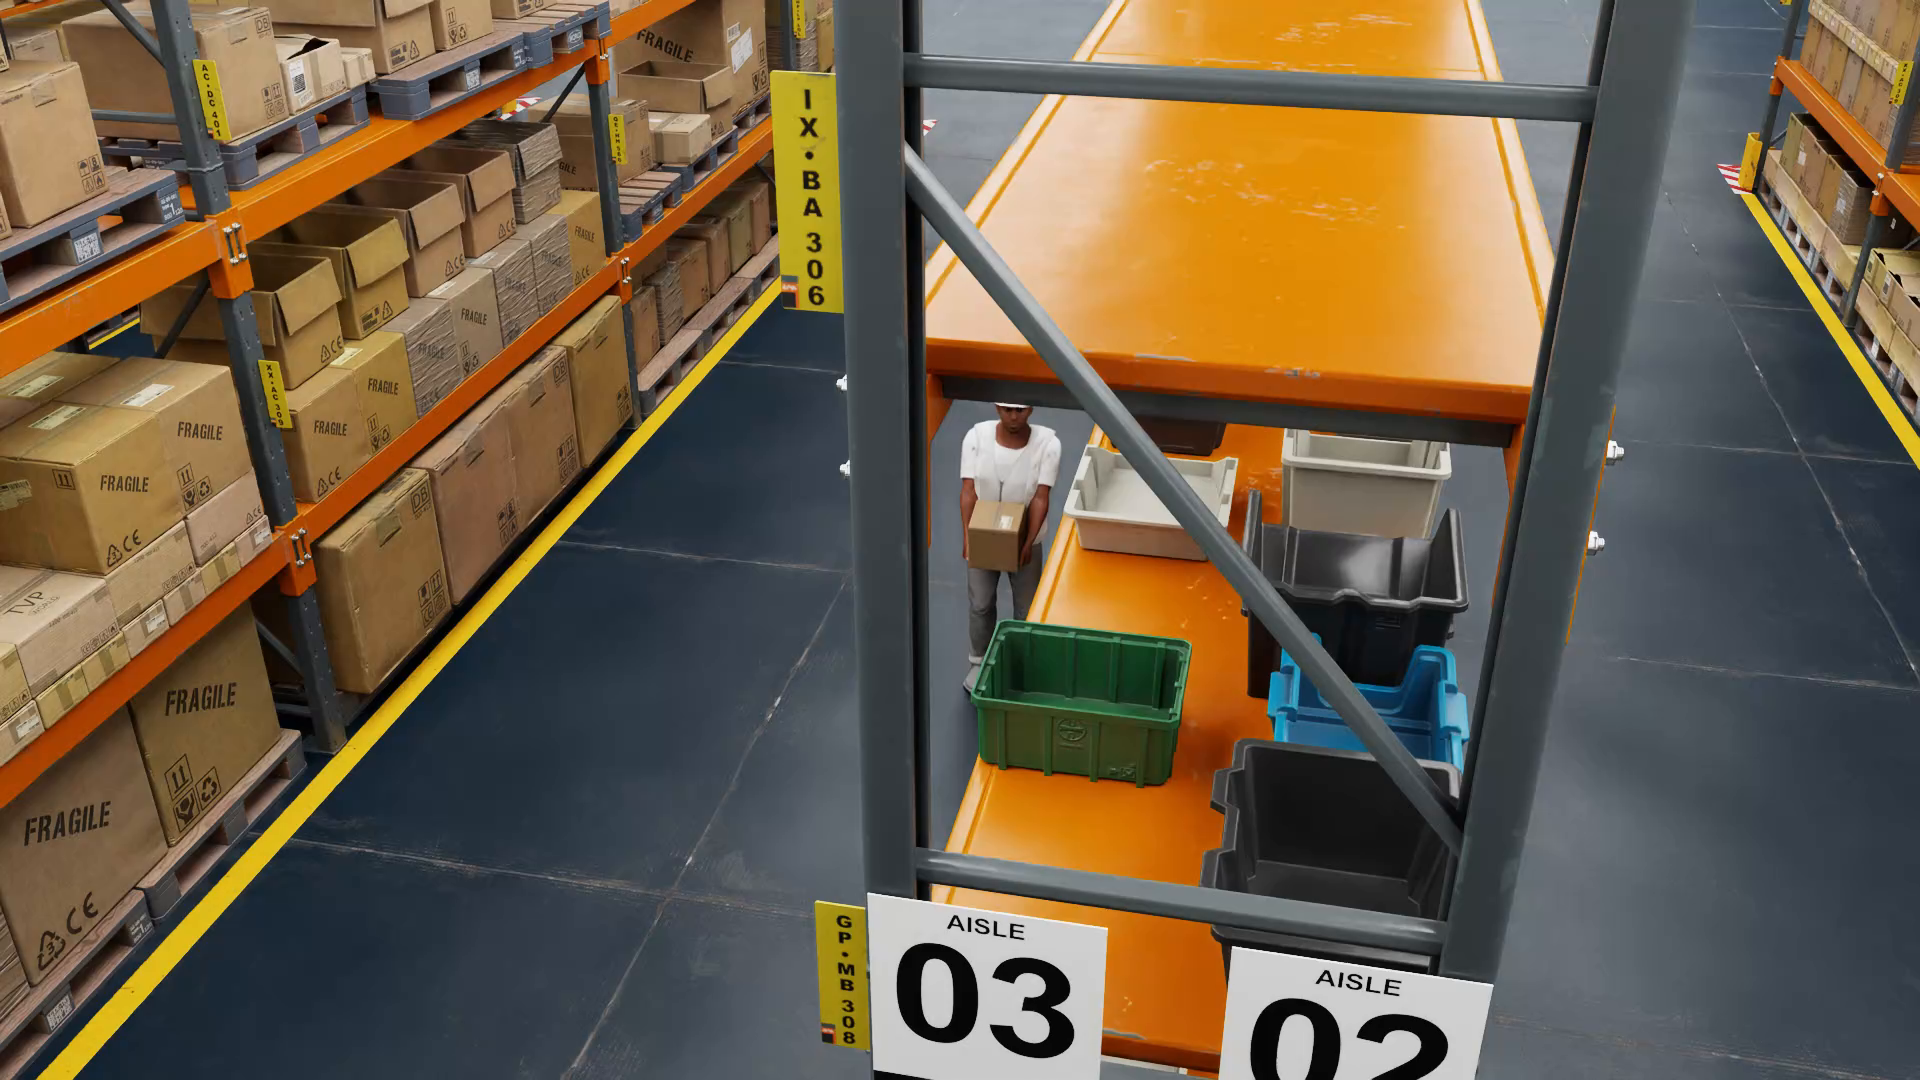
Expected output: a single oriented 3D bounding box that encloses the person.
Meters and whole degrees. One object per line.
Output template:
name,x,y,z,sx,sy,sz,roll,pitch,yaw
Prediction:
person,0.236,0.027,8.553,0.504,1.760,0.575,5,29,9
